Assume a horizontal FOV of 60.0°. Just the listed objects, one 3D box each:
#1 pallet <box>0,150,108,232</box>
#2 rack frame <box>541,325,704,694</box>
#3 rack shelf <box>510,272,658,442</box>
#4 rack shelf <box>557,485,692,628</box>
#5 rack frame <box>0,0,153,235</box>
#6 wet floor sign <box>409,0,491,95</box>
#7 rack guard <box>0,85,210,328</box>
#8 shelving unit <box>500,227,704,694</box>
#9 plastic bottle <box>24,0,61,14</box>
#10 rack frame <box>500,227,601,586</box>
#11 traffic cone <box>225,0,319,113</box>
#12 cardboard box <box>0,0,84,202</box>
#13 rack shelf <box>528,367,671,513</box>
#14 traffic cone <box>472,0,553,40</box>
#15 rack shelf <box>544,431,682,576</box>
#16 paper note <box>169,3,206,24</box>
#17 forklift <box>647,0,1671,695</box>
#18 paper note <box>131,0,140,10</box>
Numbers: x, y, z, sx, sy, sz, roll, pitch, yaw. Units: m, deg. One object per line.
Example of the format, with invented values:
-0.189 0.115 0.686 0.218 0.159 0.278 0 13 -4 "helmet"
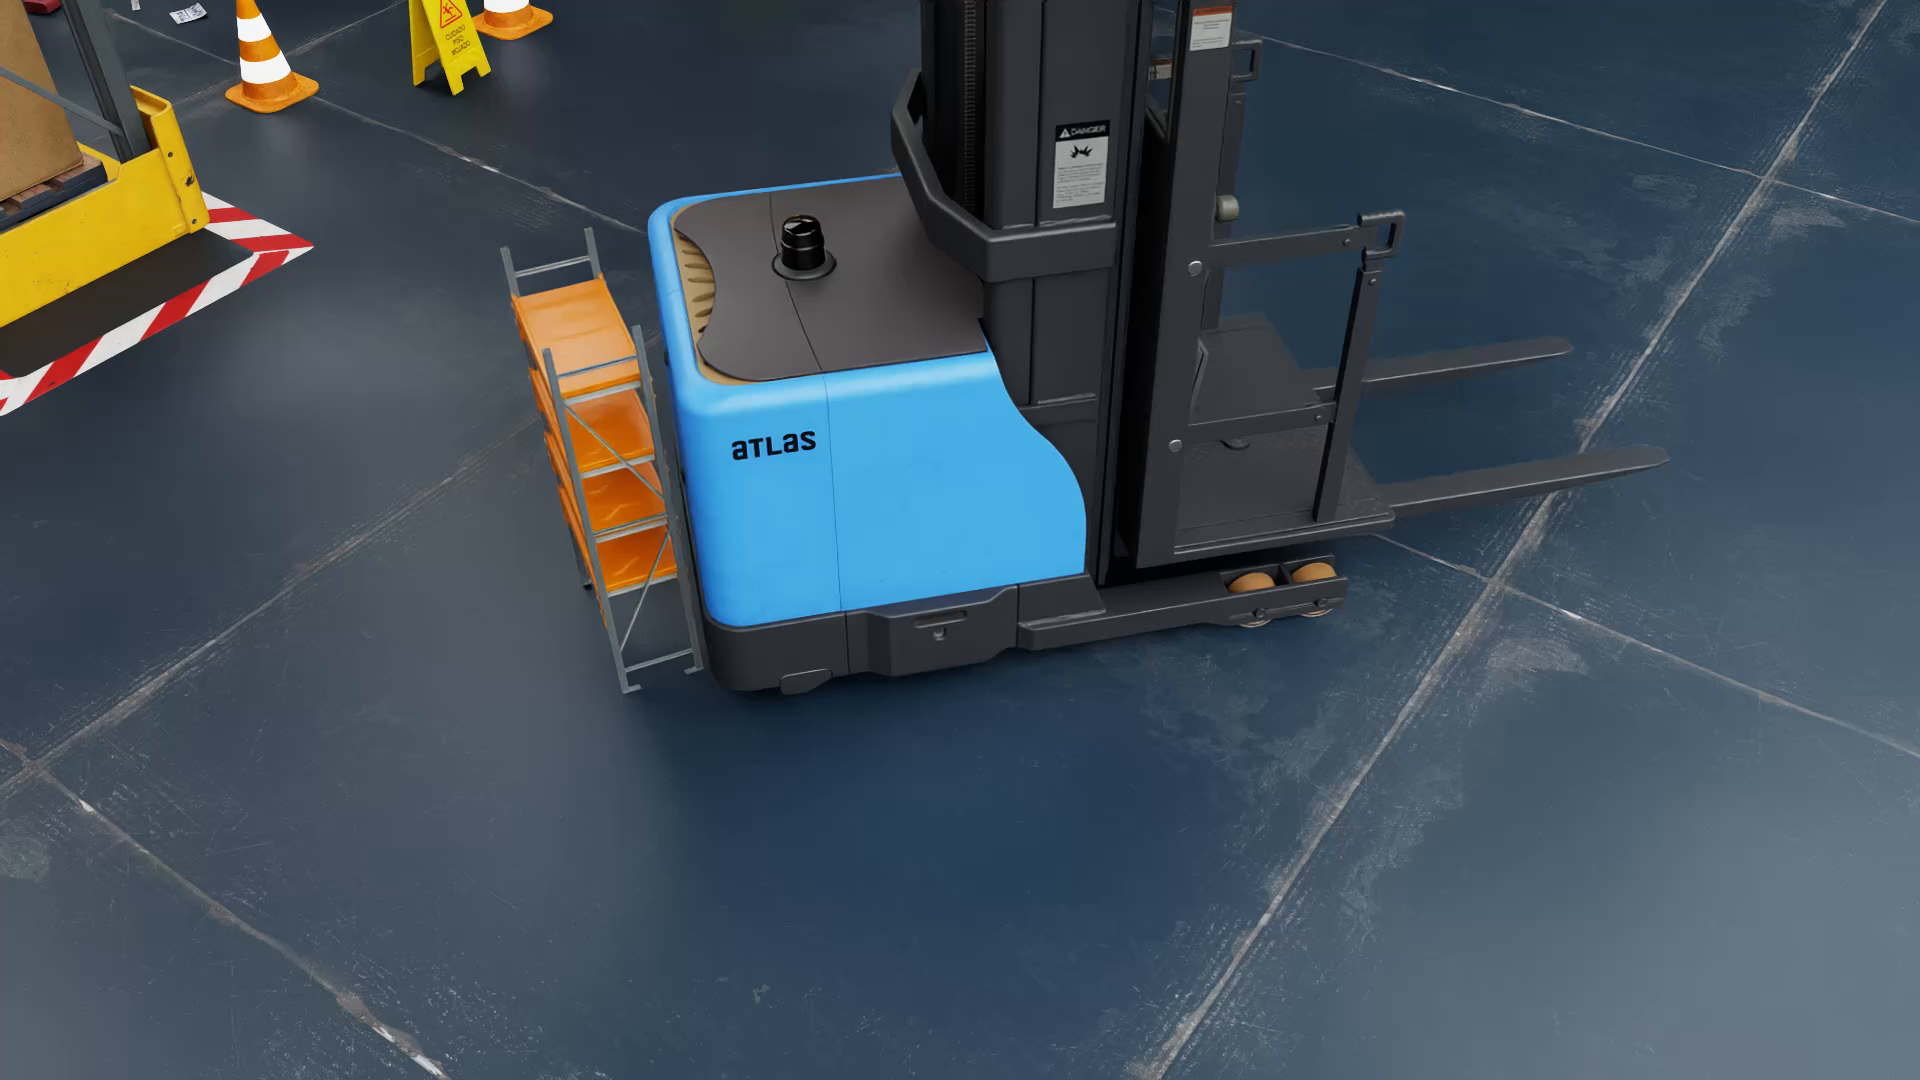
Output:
-4.183 -1.385 6.639 1.213 0.211 1.003 25 48 25 "pallet"
-0.870 -0.040 4.389 0.240 1.200 0.015 -17 44 -16 "rack frame"
-0.974 -0.480 4.292 0.258 0.148 0.480 -17 44 -16 "rack shelf"
-0.959 0.007 4.736 0.258 0.148 0.480 -17 44 -16 "rack shelf"
-3.483 -2.160 5.415 0.127 3.000 1.000 25 48 25 "rack frame"
-2.322 -2.353 7.396 0.232 0.644 0.267 17 45 18 "wet floor sign"
-3.463 -1.220 6.238 0.348 0.500 1.175 25 48 25 "rack guard"
-0.965 -0.189 4.557 0.258 1.200 0.503 -17 44 -16 "shelving unit"
-4.467 -2.684 8.204 0.133 0.061 0.283 10 43 11 "plastic bottle"
-1.061 -0.339 4.724 0.240 1.200 0.015 -17 44 -16 "rack frame"
-3.102 -2.194 7.355 0.334 0.463 0.336 25 48 25 "traffic cone"
-4.076 -1.749 6.233 0.875 0.875 0.875 25 48 26 "cardboard box"
-0.969 -0.305 4.451 0.258 0.148 0.480 -17 44 -16 "rack shelf"
-2.175 -2.680 7.898 0.334 0.463 0.336 25 48 25 "traffic cone"
-0.964 -0.140 4.602 0.258 0.148 0.480 -17 44 -16 "rack shelf"
-3.758 -2.565 8.095 0.144 0.017 0.142 -25 48 -25 "paper note"
0.674 -1.168 4.357 3.031 2.935 1.130 -9 43 -10 "forklift"
-4.060 -2.636 8.188 0.032 0.001 0.123 -17 45 -18 "paper note"
